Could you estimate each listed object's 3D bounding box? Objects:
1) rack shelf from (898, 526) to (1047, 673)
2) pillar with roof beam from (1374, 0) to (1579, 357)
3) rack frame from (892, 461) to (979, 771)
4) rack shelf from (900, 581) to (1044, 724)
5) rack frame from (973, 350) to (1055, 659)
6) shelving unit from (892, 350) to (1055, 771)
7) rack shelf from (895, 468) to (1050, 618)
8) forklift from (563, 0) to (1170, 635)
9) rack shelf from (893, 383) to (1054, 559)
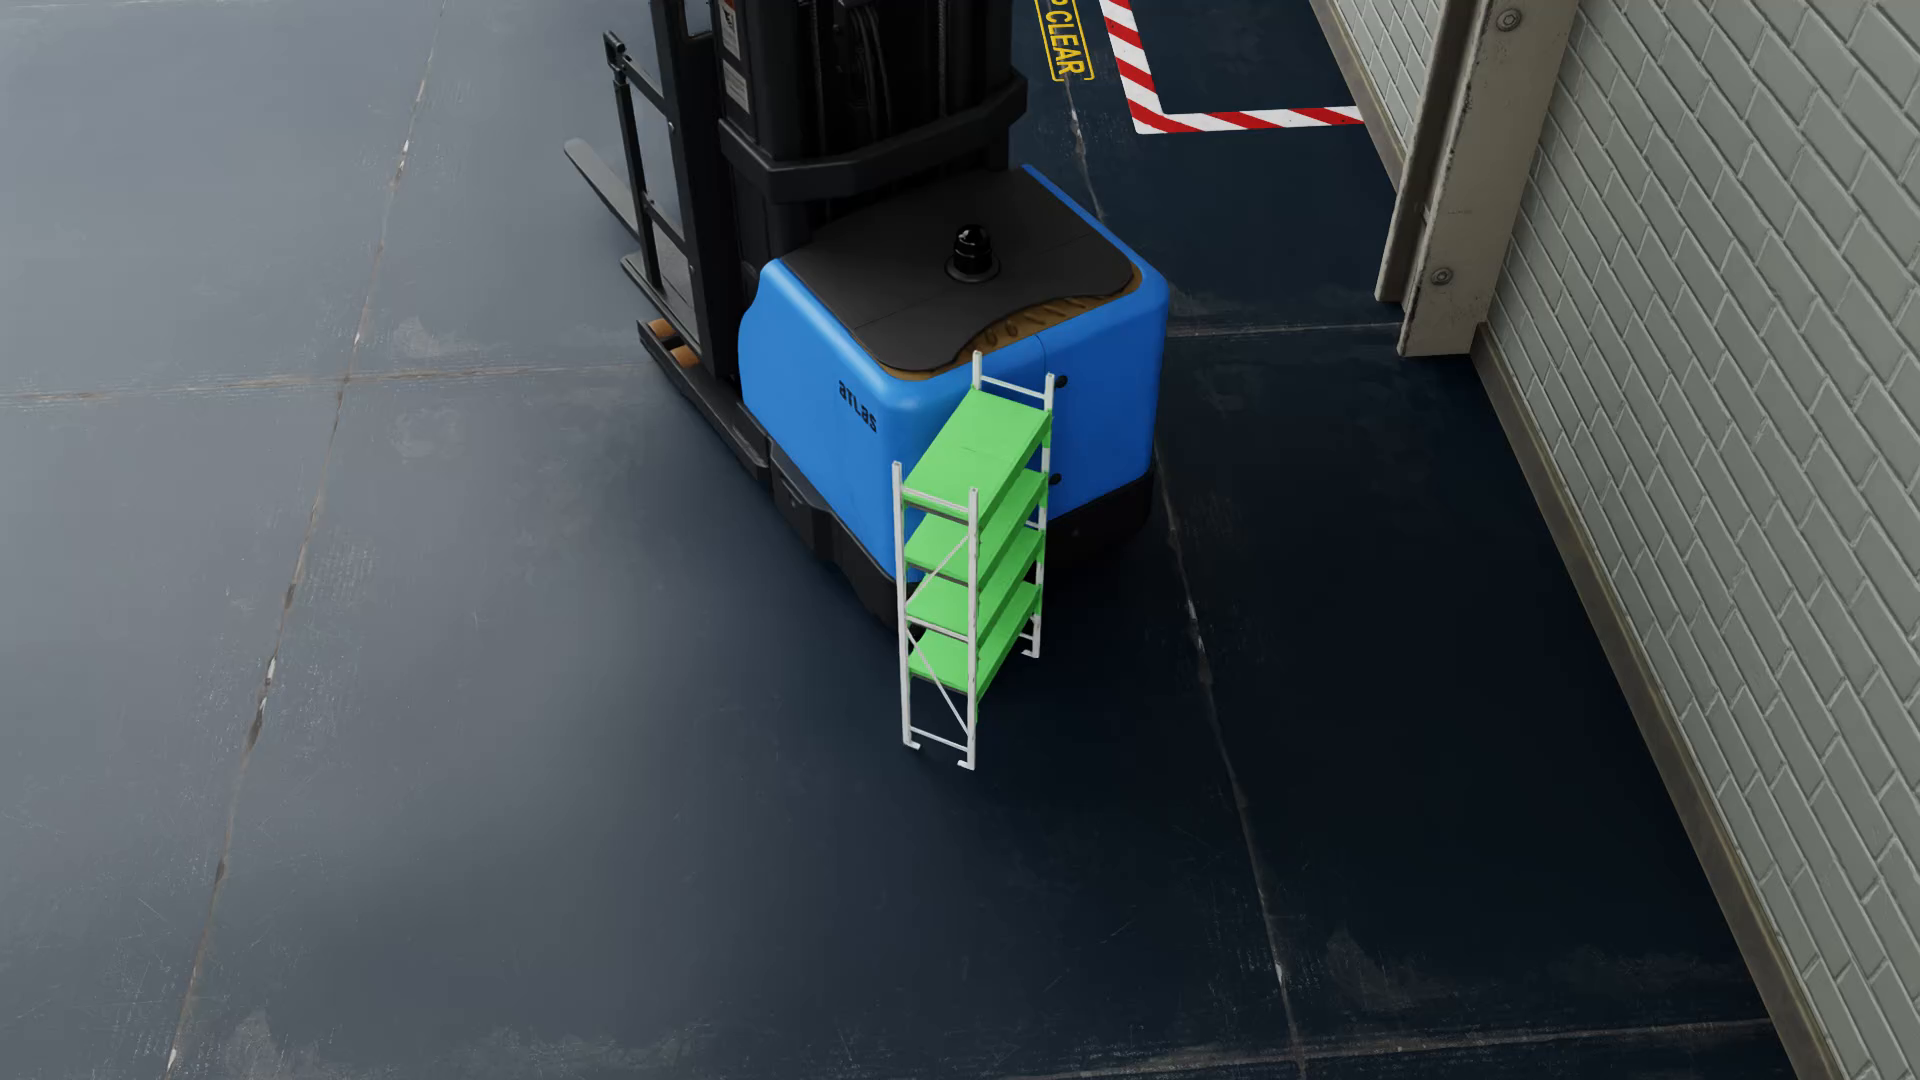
[{"bbox_3d":[0.041,0.134,4.884,0.258,0.148,0.480,19,49,17],"label":"rack shelf"},{"bbox_3d":[-2.454,-3.693,3.050,9.100,9.000,0.400,-3,47,-3],"label":"pillar with roof beam"},{"bbox_3d":[-0.064,0.250,4.687,0.240,1.200,0.015,19,49,17],"label":"rack frame"},{"bbox_3d":[0.041,0.299,5.059,0.258,0.148,0.480,19,49,17],"label":"rack shelf"},{"bbox_3d":[0.147,-0.069,4.989,0.240,1.200,0.015,19,49,17],"label":"rack frame"},{"bbox_3d":[0.041,0.091,4.838,0.258,1.200,0.503,19,49,17],"label":"shelving unit"},{"bbox_3d":[0.041,-0.031,4.710,0.258,0.148,0.480,19,49,17],"label":"rack shelf"},{"bbox_3d":[-0.572,-1.749,5.387,1.130,2.935,3.031,-25,52,-22],"label":"forklift"},{"bbox_3d":[0.041,-0.196,4.536,0.258,0.148,0.480,19,49,17],"label":"rack shelf"}]
